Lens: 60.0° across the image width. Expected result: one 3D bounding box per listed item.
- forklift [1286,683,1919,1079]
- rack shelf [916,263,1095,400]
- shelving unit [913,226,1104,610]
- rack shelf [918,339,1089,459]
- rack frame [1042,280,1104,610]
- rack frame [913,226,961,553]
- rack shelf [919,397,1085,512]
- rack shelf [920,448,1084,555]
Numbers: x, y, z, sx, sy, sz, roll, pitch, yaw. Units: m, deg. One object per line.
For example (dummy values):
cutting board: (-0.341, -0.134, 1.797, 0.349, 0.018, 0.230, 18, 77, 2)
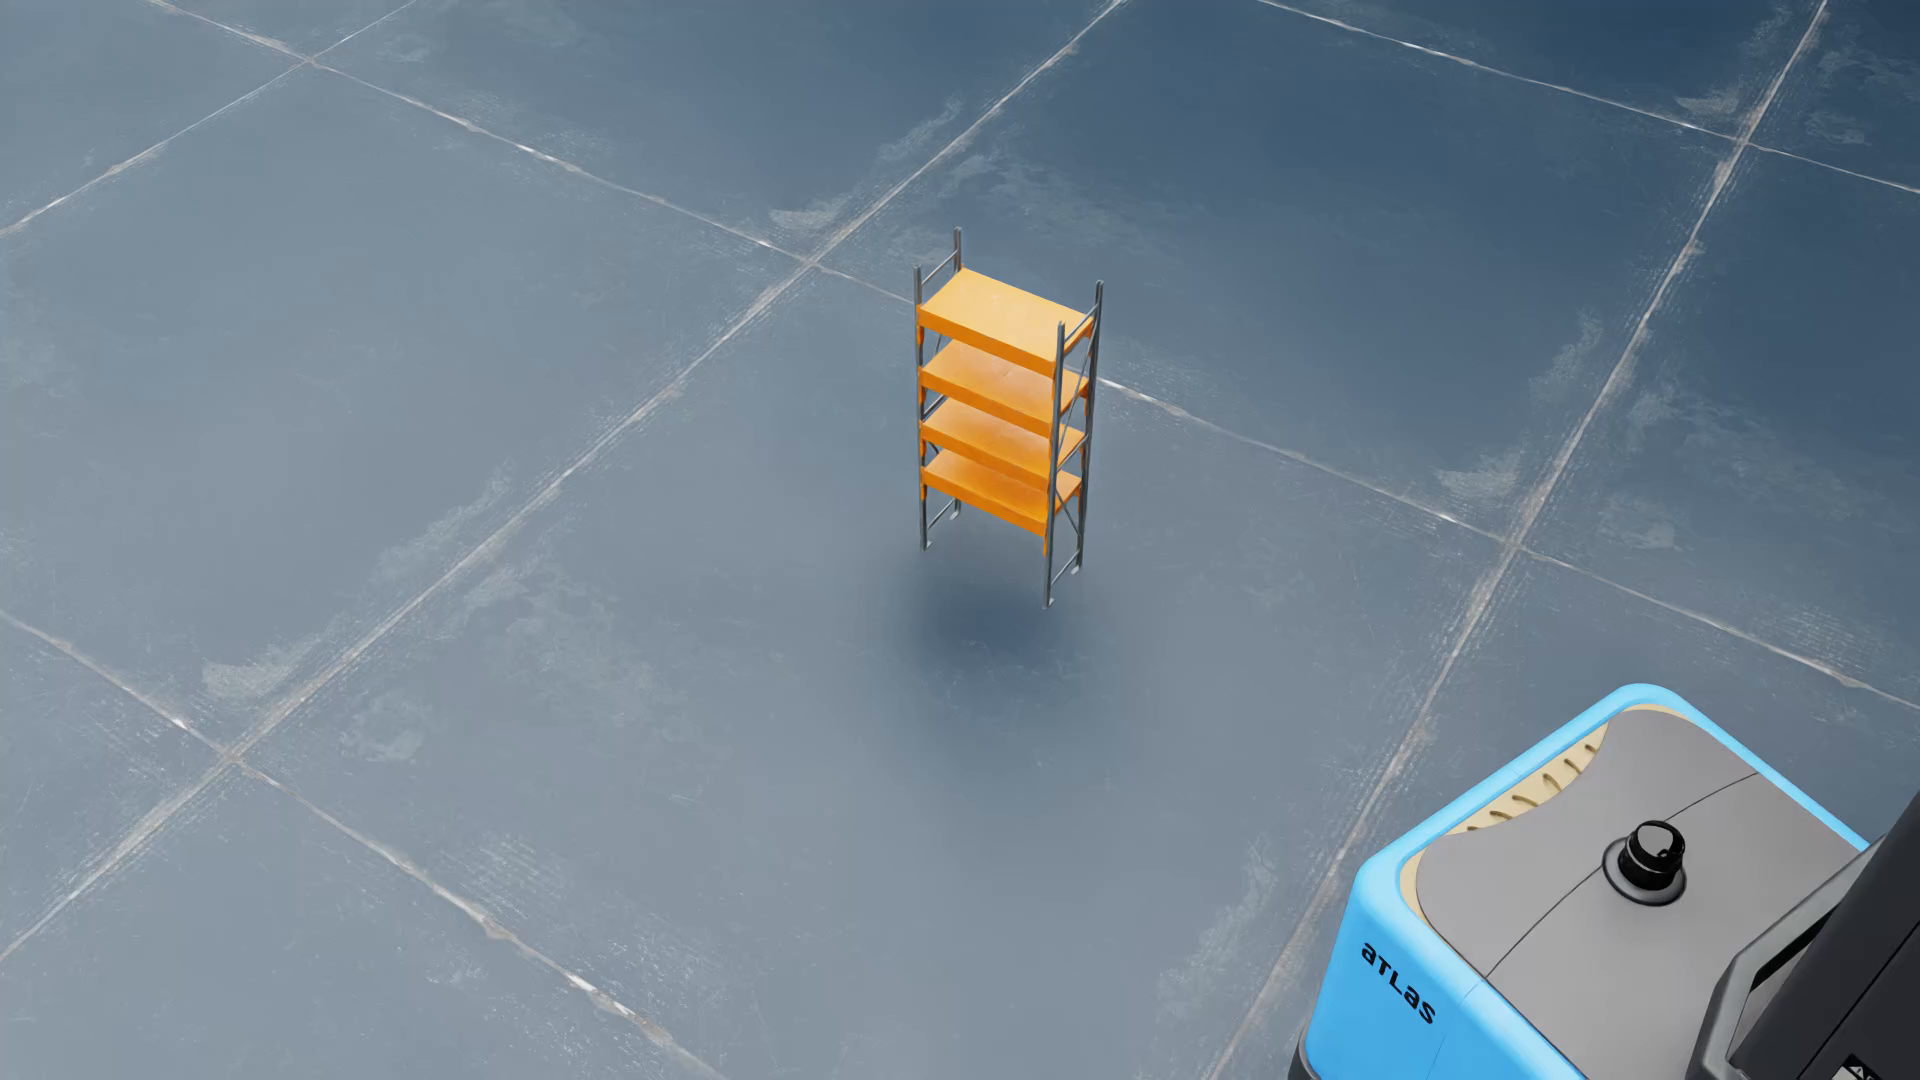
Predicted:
forklift: (2.093, 1.106, 2.632, 1.130, 2.935, 3.031, -27, 52, -24)
rack shelf: (0.139, -0.628, 4.976, 0.480, 0.148, 0.258, 25, 51, 22)
shelving unit: (0.139, -0.354, 5.257, 0.503, 1.200, 0.258, 25, 51, 22)
rack shelf: (0.139, -0.463, 5.145, 0.480, 0.148, 0.258, 25, 51, 22)
rack frame: (0.345, -0.260, 5.166, 0.015, 1.200, 0.240, 25, 51, 22)
rack frame: (-0.066, -0.449, 5.349, 0.015, 1.200, 0.240, 25, 51, 22)
rack shelf: (0.139, -0.307, 5.306, 0.480, 0.148, 0.258, 25, 51, 22)
rack shelf: (0.139, -0.169, 5.448, 0.480, 0.148, 0.258, 25, 51, 22)
